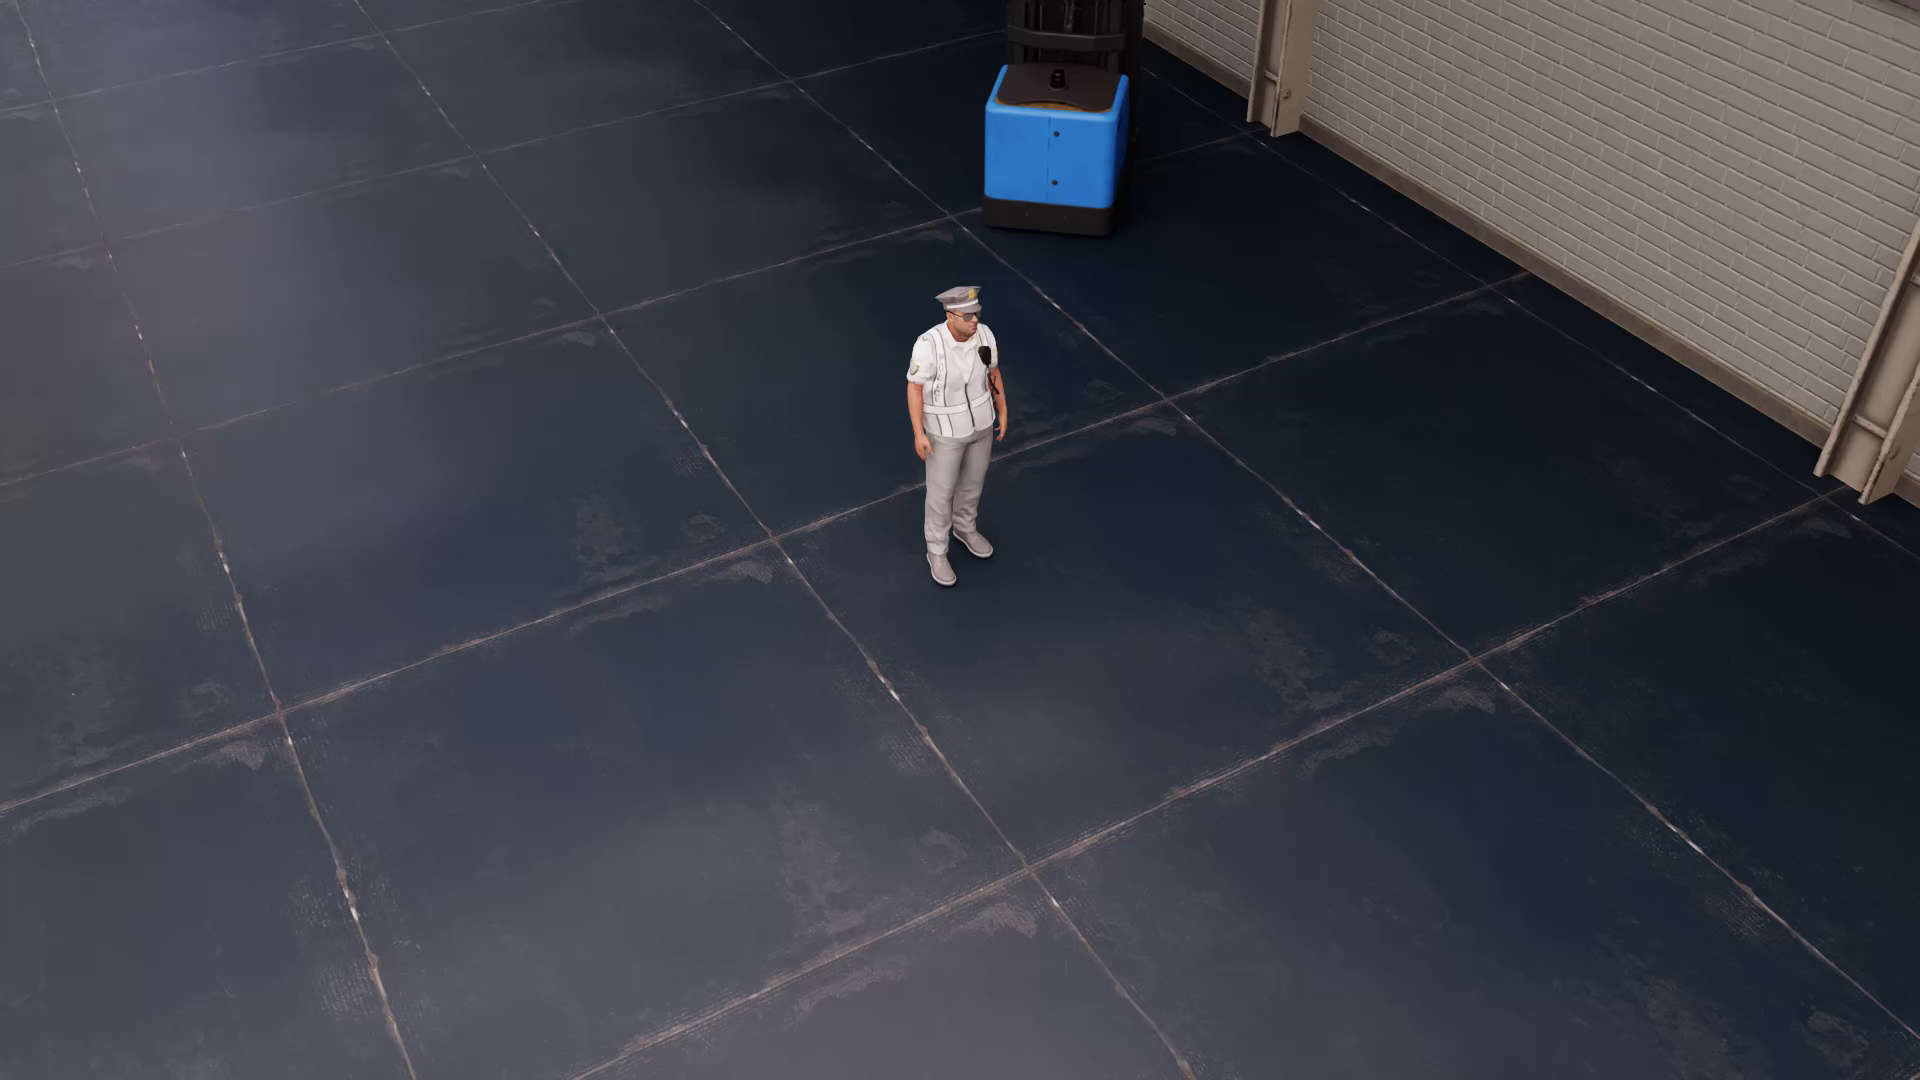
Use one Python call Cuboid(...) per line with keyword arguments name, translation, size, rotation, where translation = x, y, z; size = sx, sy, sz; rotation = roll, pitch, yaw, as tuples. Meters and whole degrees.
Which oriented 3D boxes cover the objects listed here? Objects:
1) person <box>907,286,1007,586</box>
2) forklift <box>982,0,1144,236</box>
Cuboid(name="person", translation=(0.028, -0.643, 9.703), size=(0.640, 1.777, 0.575), rotation=(-20, 44, -23))
Cuboid(name="forklift", translation=(0.963, -4.468, 13.422), size=(1.130, 2.935, 3.031), rotation=(7, 40, 8))
